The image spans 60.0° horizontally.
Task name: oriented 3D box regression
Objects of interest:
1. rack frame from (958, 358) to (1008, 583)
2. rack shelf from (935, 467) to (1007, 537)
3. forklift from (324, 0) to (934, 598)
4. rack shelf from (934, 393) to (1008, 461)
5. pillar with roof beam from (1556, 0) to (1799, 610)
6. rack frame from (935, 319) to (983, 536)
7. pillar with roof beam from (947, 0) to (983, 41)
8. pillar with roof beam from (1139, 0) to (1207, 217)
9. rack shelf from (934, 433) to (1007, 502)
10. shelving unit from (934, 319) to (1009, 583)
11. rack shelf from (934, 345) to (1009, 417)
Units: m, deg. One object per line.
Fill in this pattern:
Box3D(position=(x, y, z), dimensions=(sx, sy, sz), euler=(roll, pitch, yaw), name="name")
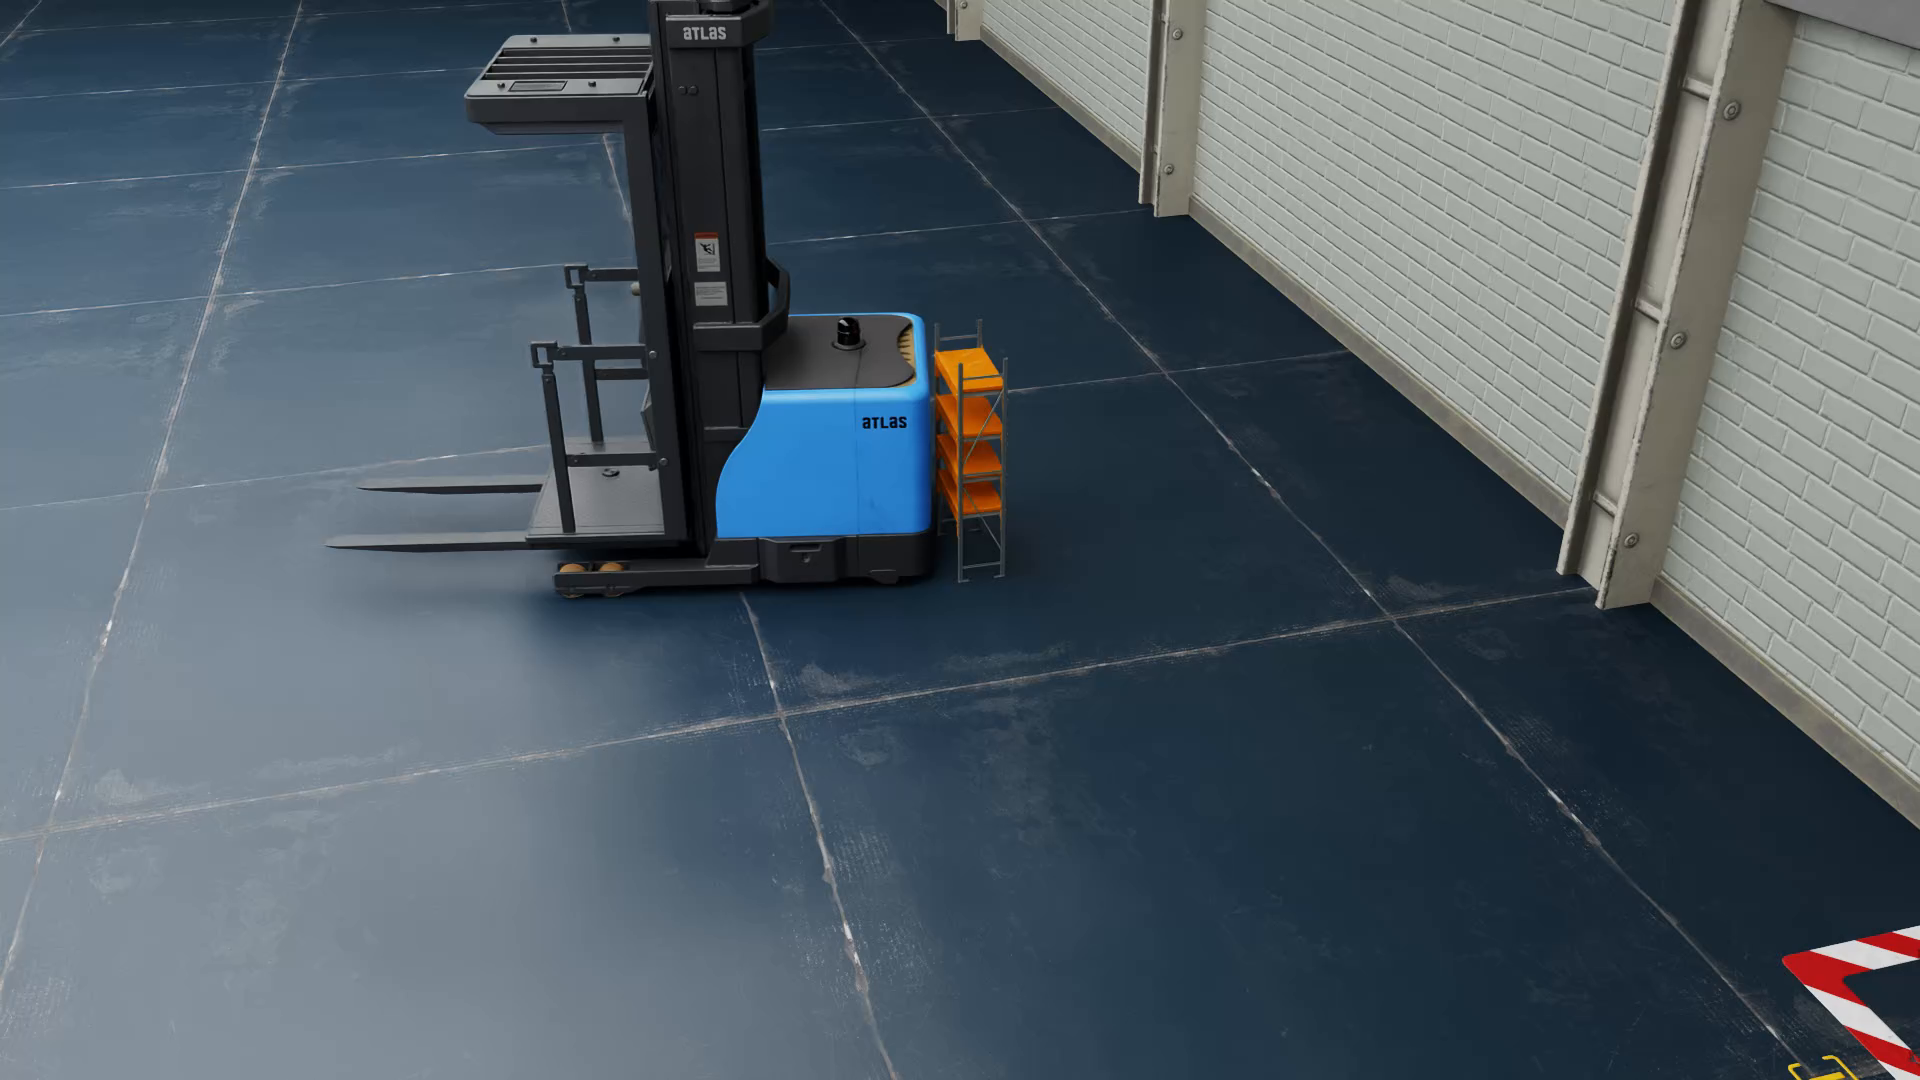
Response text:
Box3D(position=(0.109, -0.321, 8.106), dimensions=(0.240, 1.200, 0.015), euler=(-7, 31, -12), name="rack frame")
Box3D(position=(0.051, -0.209, 8.445), dimensions=(0.258, 0.148, 0.480), euler=(-7, 31, -12), name="rack shelf")
Box3D(position=(-1.664, -1.254, 7.990), dimensions=(3.031, 2.935, 1.130), euler=(-1, 30, -2), name="forklift")
Box3D(position=(0.051, -0.575, 8.233), dimensions=(0.258, 0.148, 0.480), euler=(-7, 31, -12), name="rack shelf")
Box3D(position=(-0.909, -3.096, 5.116), dimensions=(9.100, 9.000, 0.400), euler=(-8, 31, -13), name="pillar with roof beam")
Box3D(position=(-0.006, -0.558, 8.517), dimensions=(0.240, 1.200, 0.015), euler=(-7, 31, -12), name="rack frame")
Box3D(position=(-4.094, -8.892, 15.129), dimensions=(9.100, 9.000, 0.400), euler=(-8, 31, -13), name="pillar with roof beam")
Box3D(position=(-2.502, -5.994, 10.123), dimensions=(9.100, 9.000, 0.400), euler=(-8, 31, -13), name="pillar with roof beam")
Box3D(position=(0.051, -0.381, 8.345), dimensions=(0.258, 0.148, 0.480), euler=(-7, 31, -12), name="rack shelf")
Box3D(position=(0.051, -0.440, 8.312), dimensions=(0.258, 1.200, 0.503), euler=(-7, 31, -12), name="shelving unit")
Box3D(position=(0.051, -0.780, 8.115), dimensions=(0.258, 0.148, 0.480), euler=(-7, 31, -12), name="rack shelf")
